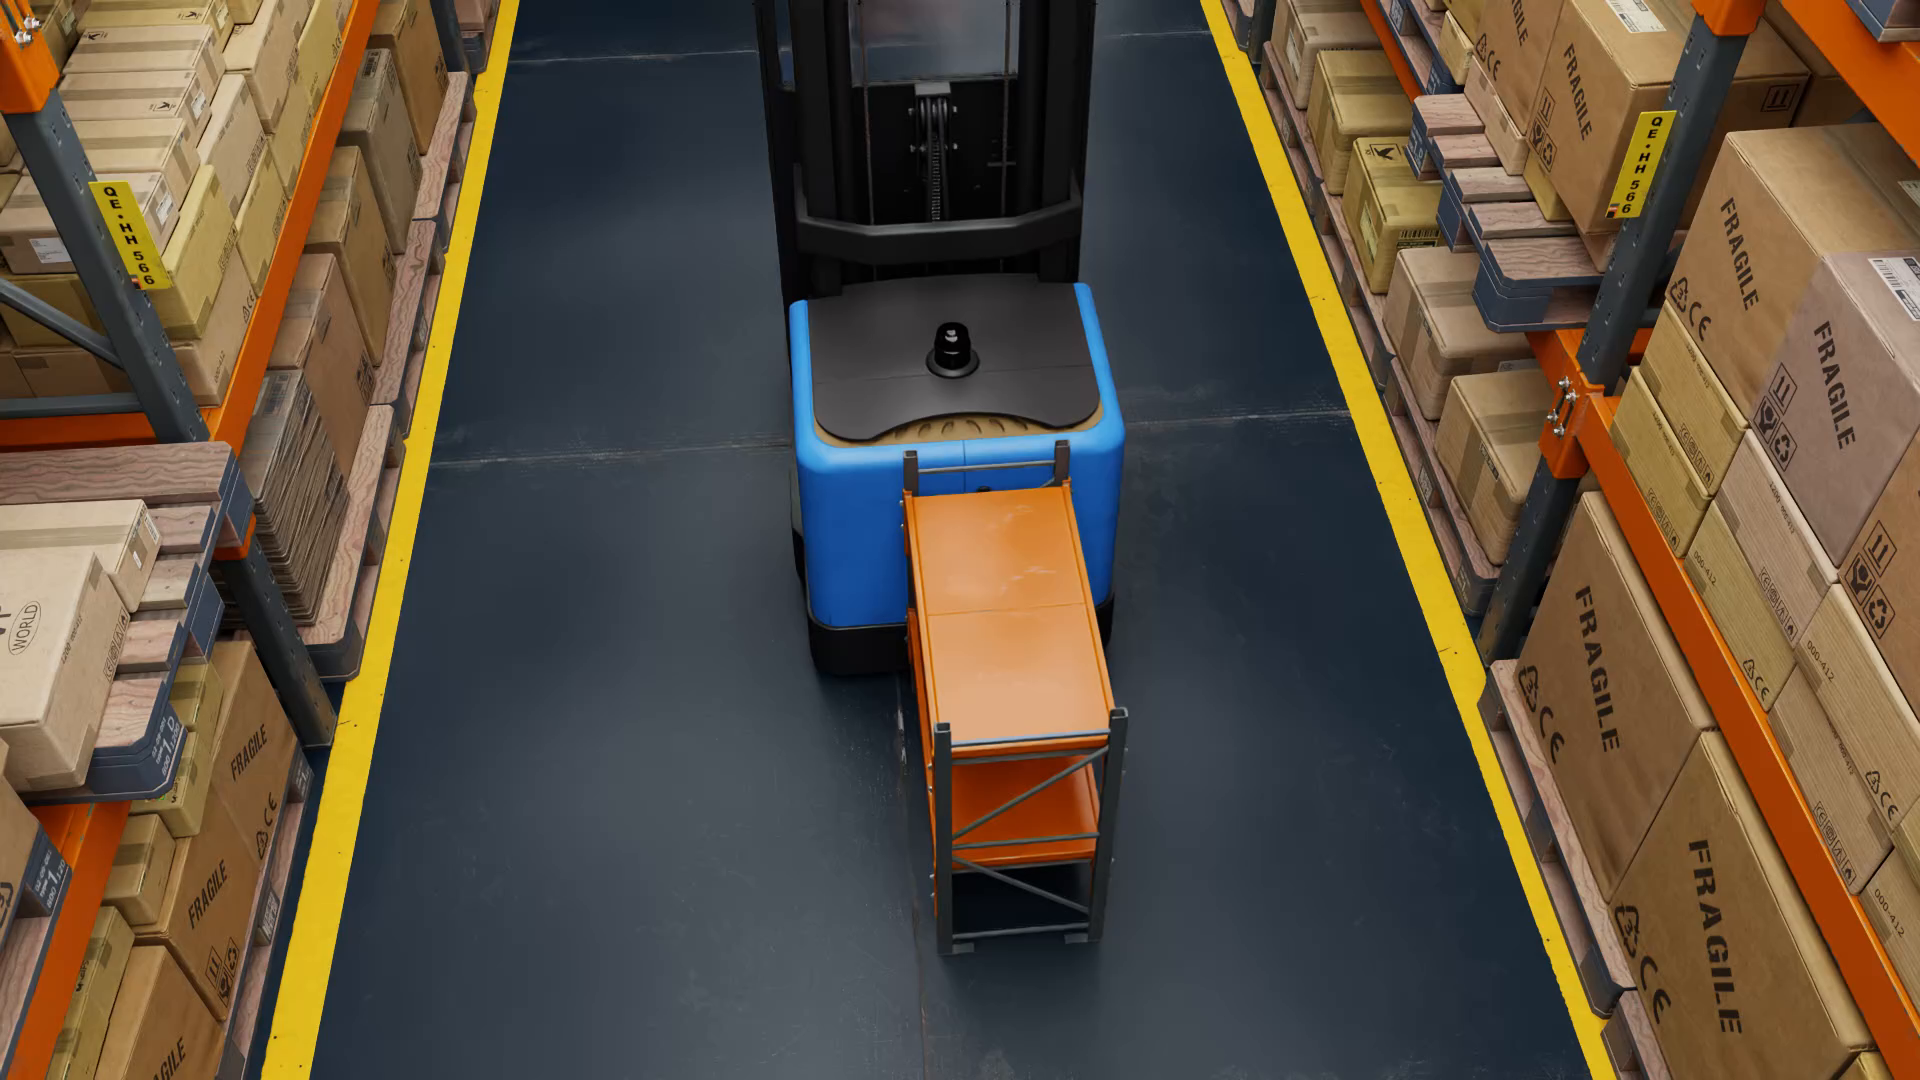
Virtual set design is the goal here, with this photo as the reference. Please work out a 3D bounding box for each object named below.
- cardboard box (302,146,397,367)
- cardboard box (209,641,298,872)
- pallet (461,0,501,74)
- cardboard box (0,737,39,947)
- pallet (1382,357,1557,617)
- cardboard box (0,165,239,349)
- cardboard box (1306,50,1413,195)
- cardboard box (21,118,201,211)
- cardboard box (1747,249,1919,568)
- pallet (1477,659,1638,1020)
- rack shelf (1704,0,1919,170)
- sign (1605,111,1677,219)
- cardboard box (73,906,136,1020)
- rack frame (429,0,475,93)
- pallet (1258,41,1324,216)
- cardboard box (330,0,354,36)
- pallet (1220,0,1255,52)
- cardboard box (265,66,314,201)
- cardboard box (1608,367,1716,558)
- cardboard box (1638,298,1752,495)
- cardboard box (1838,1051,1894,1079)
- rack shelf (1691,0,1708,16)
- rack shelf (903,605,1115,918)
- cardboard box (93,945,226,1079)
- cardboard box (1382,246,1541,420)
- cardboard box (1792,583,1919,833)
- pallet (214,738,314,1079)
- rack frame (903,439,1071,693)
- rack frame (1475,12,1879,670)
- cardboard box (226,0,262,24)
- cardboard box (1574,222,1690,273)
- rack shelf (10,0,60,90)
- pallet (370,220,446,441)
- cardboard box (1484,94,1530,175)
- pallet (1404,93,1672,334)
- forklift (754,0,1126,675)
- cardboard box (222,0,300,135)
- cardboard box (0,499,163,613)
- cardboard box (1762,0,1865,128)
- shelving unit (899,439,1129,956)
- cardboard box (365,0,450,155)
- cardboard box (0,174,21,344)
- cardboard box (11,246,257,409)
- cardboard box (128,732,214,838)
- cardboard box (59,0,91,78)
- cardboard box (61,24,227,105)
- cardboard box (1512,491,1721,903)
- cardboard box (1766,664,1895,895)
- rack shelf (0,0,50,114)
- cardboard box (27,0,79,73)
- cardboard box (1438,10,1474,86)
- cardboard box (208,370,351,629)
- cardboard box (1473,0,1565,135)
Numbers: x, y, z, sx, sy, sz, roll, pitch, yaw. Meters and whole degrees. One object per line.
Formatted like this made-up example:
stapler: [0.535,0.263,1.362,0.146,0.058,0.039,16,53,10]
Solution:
cardboard box: [-2.773,-1.087,6.560,0.875,0.625,0.625,-5,47,-5]
cardboard box: [-2.365,0.660,4.991,0.500,0.500,0.500,-2,47,-2]
pallet: [-2.974,-2.861,8.814,1.003,0.211,1.213,-3,47,-3]
cardboard box: [-2.294,0.642,3.216,0.797,0.503,0.637,-4,47,-4]
pallet: [2.267,-0.259,6.350,1.003,0.211,1.213,-3,47,-3]
cardboard box: [-2.384,-0.806,4.706,0.500,0.250,0.500,-4,47,-3]
cardboard box: [2.106,-1.888,7.493,0.950,0.372,0.625,-1,47,-1]
cardboard box: [-2.372,-1.047,4.660,0.380,0.149,0.250,-3,47,-2]
cardboard box: [2.180,-0.301,3.711,0.500,0.500,0.500,-3,47,-3]
pallet: [2.322,0.882,5.270,1.003,0.211,1.213,-3,47,-3]
rack shelf: [2.499,0.011,2.603,1.077,0.370,4.000,-3,47,-3]
sign: [1.791,-0.983,4.372,0.100,0.325,0.005,-3,47,-3]
cardboard box: [-2.312,1.069,4.158,0.380,0.149,0.250,-2,47,-2]
rack frame: [-2.950,-3.242,7.254,1.000,3.000,0.127,-3,47,-3]
pallet: [2.063,-2.024,8.022,1.003,0.211,1.213,-3,47,-3]
cardboard box: [-2.588,-2.117,6.292,0.500,0.250,0.500,-3,47,-3]
pallet: [1.905,-3.071,9.013,1.003,0.211,1.213,-3,47,-3]
cardboard box: [-2.496,-1.369,5.584,0.500,0.250,0.500,-5,47,-5]
cardboard box: [2.121,-0.231,4.506,0.500,0.250,0.500,-4,47,-4]
cardboard box: [2.127,-0.391,4.313,0.500,0.250,0.500,-4,47,-4]
cardboard box: [2.451,1.731,3.719,0.875,0.875,0.875,-2,47,-2]
rack shelf: [2.164,-2.883,5.344,1.077,0.370,4.000,-3,47,-3]
rack shelf: [0.132,0.649,5.198,0.538,0.278,1.000,-4,47,-4]
cardboard box: [-2.287,1.401,4.289,0.500,0.500,0.500,-2,47,-2]
cardboard box: [2.224,-0.836,6.496,0.950,0.372,0.625,-4,47,-4]
cardboard box: [2.199,0.344,3.617,0.500,0.250,0.500,-4,47,-3]
pallet: [-2.590,1.153,5.012,1.003,0.211,1.213,-3,47,-3]
rack frame: [0.080,0.113,5.368,0.500,1.125,0.032,-4,47,-4]
rack frame: [2.331,-0.652,4.802,1.000,3.000,0.127,-3,47,-3]
cardboard box: [-2.466,-1.787,5.361,0.380,0.149,0.250,-3,47,-2]
cardboard box: [2.069,-0.933,4.952,0.380,0.149,0.250,-2,47,-2]
rack shelf: [-2.782,-2.579,5.056,1.077,0.370,4.000,-3,47,-3]
pallet: [-2.744,-0.868,6.926,1.003,0.211,1.213,-3,47,-3]
cardboard box: [1.909,-1.302,5.301,0.380,0.149,0.250,-4,47,-4]
pallet: [2.165,-1.095,5.354,1.213,0.211,1.003,-3,47,-3]
forklift: [-0.135,-1.619,5.765,1.130,2.935,3.031,-4,47,-4]
cardboard box: [-2.475,-1.546,5.407,0.500,0.250,0.500,-5,47,-4]
cardboard box: [-2.177,0.046,4.024,0.380,0.149,0.250,-3,47,-3]
cardboard box: [2.524,-1.273,4.827,0.500,0.500,0.500,-5,47,-4]
shelving unit: [0.132,0.481,5.020,0.538,1.125,1.048,-4,47,-4]
cardboard box: [-2.895,-2.193,7.607,0.875,0.625,0.625,-2,47,-2]
cardboard box: [-2.929,-0.776,4.678,0.500,0.250,0.500,-3,47,-2]
cardboard box: [-2.408,-0.632,4.886,0.500,0.250,0.500,-3,47,-3]
cardboard box: [-2.267,0.682,4.524,0.380,0.149,0.250,-6,47,-5]
cardboard box: [-3.013,-1.509,5.372,0.500,0.250,0.500,-4,47,-4]
cardboard box: [-2.453,-1.420,5.013,0.380,0.149,0.250,-3,47,-3]
cardboard box: [2.306,0.439,4.943,0.875,0.875,0.875,-4,47,-4]
cardboard box: [2.220,0.519,3.796,0.500,0.250,0.500,-2,47,-2]
rack shelf: [-2.447,0.315,2.315,1.077,0.370,4.000,-3,47,-3]
cardboard box: [-2.972,-1.569,5.154,0.380,0.149,0.250,-4,47,-4]
cardboard box: [1.859,-1.683,5.662,0.380,0.149,0.250,-3,47,-3]
cardboard box: [-2.653,-0.128,5.651,0.875,0.625,0.625,-2,47,-2]
cardboard box: [1.962,-1.619,5.154,0.500,0.500,0.500,-4,47,-4]
